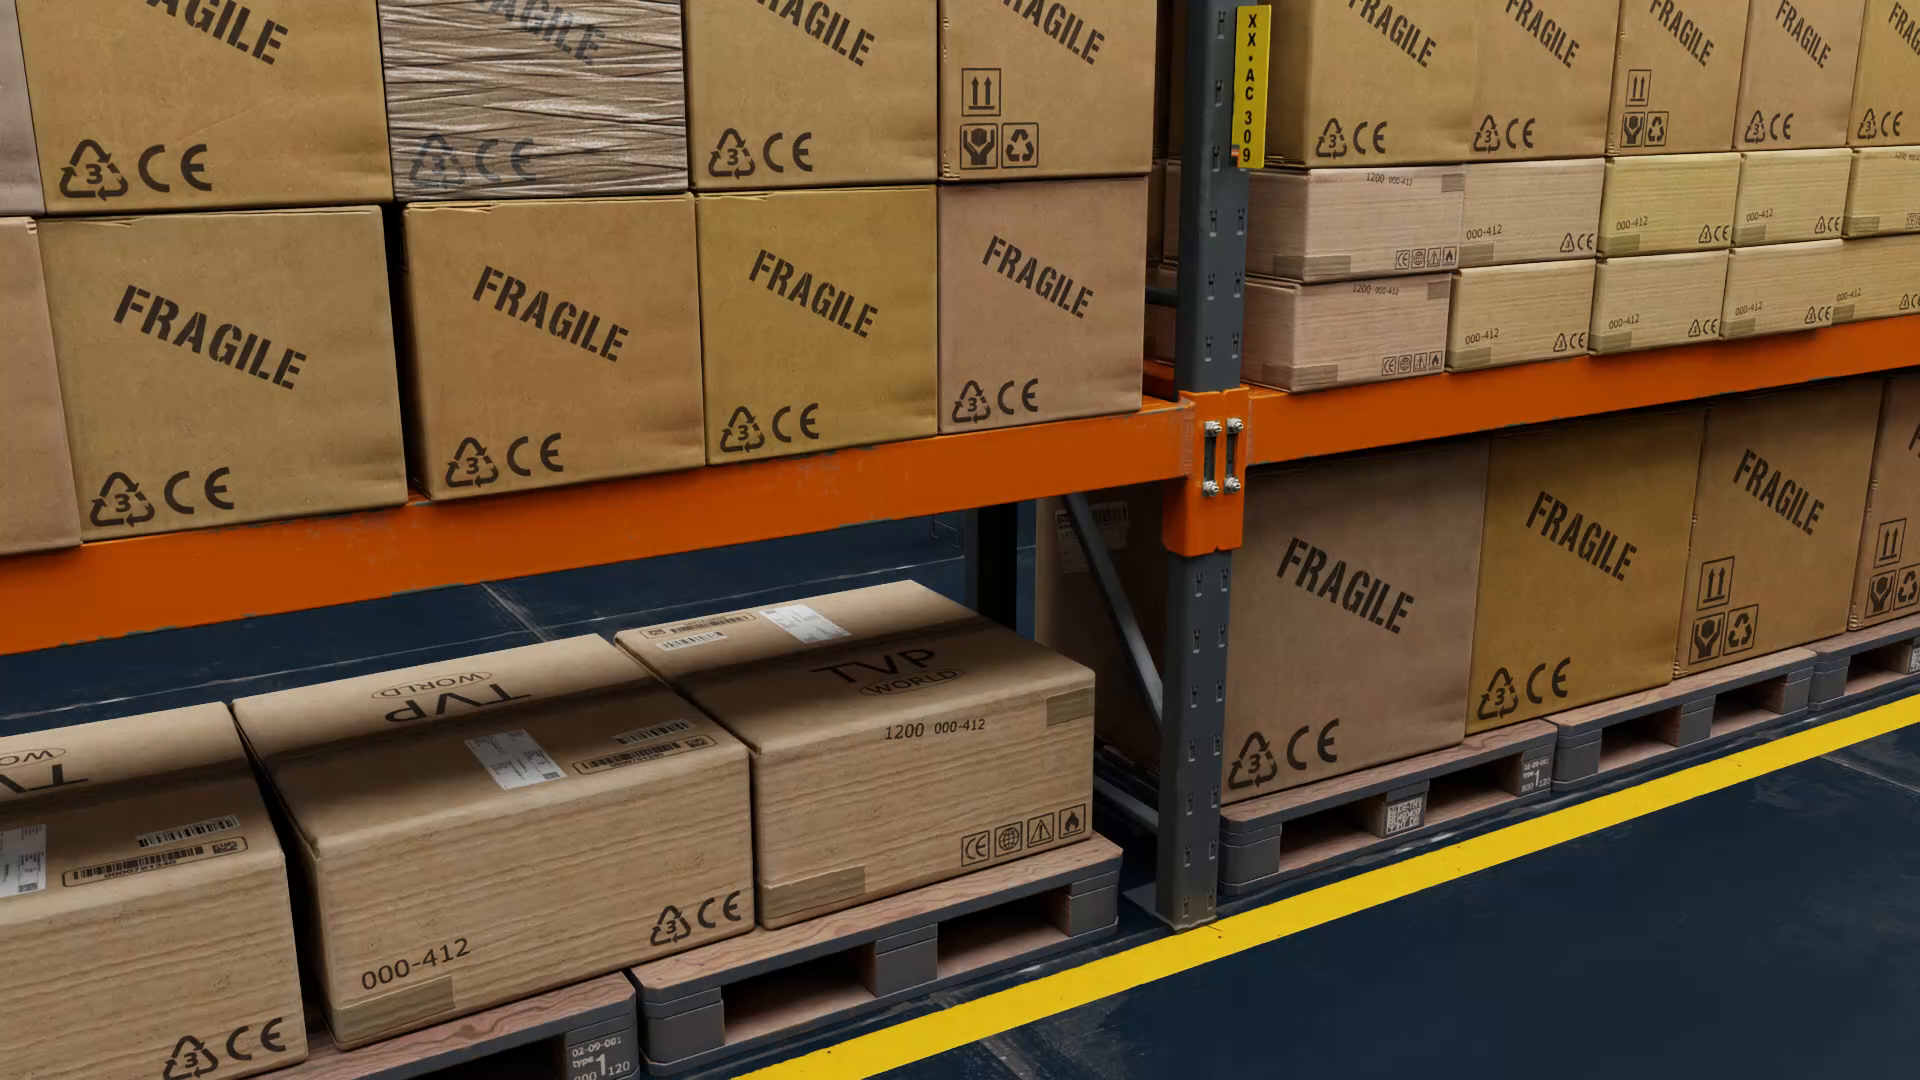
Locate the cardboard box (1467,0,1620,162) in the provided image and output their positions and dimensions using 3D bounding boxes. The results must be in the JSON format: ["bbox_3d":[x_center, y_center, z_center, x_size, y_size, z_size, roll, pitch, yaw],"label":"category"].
[{"bbox_3d":[1.265,-1.217,4.155,0.500,0.500,0.500,-9,18,-30],"label":"cardboard box"}]

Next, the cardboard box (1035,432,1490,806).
[{"bbox_3d":[0.808,0.101,4.651,0.875,0.875,0.875,-9,18,-28],"label":"cardboard box"}]

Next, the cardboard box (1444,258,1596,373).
[{"bbox_3d":[1.274,-0.616,4.326,0.500,0.250,0.500,-10,18,-31],"label":"cardboard box"}]

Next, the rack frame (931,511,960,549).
[{"bbox_3d":[-0.066,-0.567,7.210,0.006,1.200,0.240,-9,18,-30],"label":"rack frame"}]

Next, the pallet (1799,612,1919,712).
[{"bbox_3d":[3.032,0.263,6.079,1.213,0.211,1.003,-9,18,-30],"label":"pallet"}]

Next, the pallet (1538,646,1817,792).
[{"bbox_3d":[1.987,0.432,5.478,1.213,0.211,1.003,-9,18,-30],"label":"pallet"}]

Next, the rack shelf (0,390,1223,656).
[{"bbox_3d":[-1.396,0.009,3.153,4.000,0.370,1.077,-9,18,-30],"label":"rack shelf"}]

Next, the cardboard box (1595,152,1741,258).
[{"bbox_3d":[1.719,-0.923,4.496,0.500,0.250,0.500,-9,18,-29],"label":"cardboard box"}]

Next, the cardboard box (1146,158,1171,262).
[{"bbox_3d":[0.571,-0.901,4.420,0.500,0.250,0.500,-9,18,-30],"label":"cardboard box"}]

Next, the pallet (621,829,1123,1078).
[{"bbox_3d":[-0.374,0.815,4.112,1.213,0.211,1.003,-9,18,-30],"label":"pallet"}]

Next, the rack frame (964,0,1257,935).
[{"bbox_3d":[0.318,-0.615,4.048,0.127,3.000,1.000,-9,18,-30],"label":"rack frame"}]

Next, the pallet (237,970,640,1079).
[{"bbox_3d":[-1.421,0.986,3.503,1.213,0.211,1.003,-9,18,-30],"label":"pallet"}]

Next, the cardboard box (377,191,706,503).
[{"bbox_3d":[-0.810,-0.394,3.072,0.500,0.500,0.500,-10,18,-31],"label":"cardboard box"}]

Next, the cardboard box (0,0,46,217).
[{"bbox_3d":[-1.676,-0.737,2.442,0.500,0.500,0.500,-9,18,-30],"label":"cardboard box"}]

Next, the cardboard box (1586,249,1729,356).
[{"bbox_3d":[1.721,-0.683,4.567,0.500,0.250,0.500,-9,18,-30],"label":"cardboard box"}]

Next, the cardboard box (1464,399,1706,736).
[{"bbox_3d":[1.578,-0.027,5.106,0.875,0.875,0.875,-9,18,-28],"label":"cardboard box"}]

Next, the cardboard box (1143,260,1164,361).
[{"bbox_3d":[0.573,-0.664,4.498,0.500,0.250,0.500,-10,18,-31],"label":"cardboard box"}]

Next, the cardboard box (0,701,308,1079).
[{"bbox_3d":[-1.816,0.728,3.224,0.875,0.438,0.875,-9,18,-28],"label":"cardboard box"}]

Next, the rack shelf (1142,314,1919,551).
[{"bbox_3d":[2.032,-0.547,5.137,4.000,0.370,1.077,-9,18,-30],"label":"rack shelf"}]

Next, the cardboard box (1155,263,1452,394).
[{"bbox_3d":[0.831,-0.543,4.068,0.500,0.250,0.500,-10,18,-31],"label":"cardboard box"}]

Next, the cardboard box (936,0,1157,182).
[{"bbox_3d":[0.056,-1.015,3.437,0.500,0.500,0.500,-9,18,-30],"label":"cardboard box"}]

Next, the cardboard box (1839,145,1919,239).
[{"bbox_3d":[2.596,-1.066,5.006,0.500,0.250,0.500,-10,18,-31],"label":"cardboard box"}]

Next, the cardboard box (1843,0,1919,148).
[{"bbox_3d":[2.574,-1.428,4.908,0.500,0.500,0.500,-9,18,-30],"label":"cardboard box"}]

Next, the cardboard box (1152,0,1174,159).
[{"bbox_3d":[0.572,-1.265,4.328,0.500,0.500,0.500,-9,18,-28],"label":"cardboard box"}]

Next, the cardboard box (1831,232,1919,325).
[{"bbox_3d":[2.577,-0.828,5.084,0.500,0.250,0.500,-9,18,-30],"label":"cardboard box"}]

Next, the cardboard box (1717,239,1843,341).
[{"bbox_3d":[2.155,-0.750,4.807,0.500,0.250,0.500,-10,18,-31],"label":"cardboard box"}]

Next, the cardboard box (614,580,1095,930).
[{"bbox_3d":[-0.276,0.479,4.114,0.875,0.438,0.875,-10,18,-31],"label":"cardboard box"}]

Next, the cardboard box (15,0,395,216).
[{"bbox_3d":[-1.249,-0.806,2.690,0.500,0.500,0.500,-9,18,-29],"label":"cardboard box"}]

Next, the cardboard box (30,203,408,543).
[{"bbox_3d":[-1.266,-0.325,2.825,0.500,0.500,0.500,-9,18,-28],"label":"cardboard box"}]

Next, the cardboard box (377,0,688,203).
[{"bbox_3d":[-0.815,-0.874,2.932,0.500,0.500,0.500,-9,18,-29],"label":"cardboard box"}]

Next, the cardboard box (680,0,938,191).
[{"bbox_3d":[-0.383,-0.947,3.192,0.500,0.500,0.500,-10,18,-31],"label":"cardboard box"}]

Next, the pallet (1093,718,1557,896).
[{"bbox_3d":[0.941,0.603,4.869,1.213,0.211,1.003,-9,18,-30],"label":"pallet"}]

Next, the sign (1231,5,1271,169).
[{"bbox_3d":[0.605,-0.942,3.463,0.005,0.325,0.100,-9,18,-30],"label":"sign"}]

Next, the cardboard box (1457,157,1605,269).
[{"bbox_3d":[1.273,-0.859,4.268,0.500,0.250,0.500,-9,18,-29],"label":"cardboard box"}]

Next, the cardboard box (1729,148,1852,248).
[{"bbox_3d":[2.151,-0.994,4.748,0.500,0.250,0.500,-10,18,-31],"label":"cardboard box"}]

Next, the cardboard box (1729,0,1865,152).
[{"bbox_3d":[2.136,-1.359,4.664,0.500,0.500,0.500,-10,18,-31],"label":"cardboard box"}]

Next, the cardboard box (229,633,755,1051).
[{"bbox_3d":[-1.043,0.603,3.670,0.875,0.438,0.875,-10,18,-31],"label":"cardboard box"}]

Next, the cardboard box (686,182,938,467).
[{"bbox_3d":[-0.386,-0.467,3.334,0.500,0.500,0.500,-10,18,-31],"label":"cardboard box"}]

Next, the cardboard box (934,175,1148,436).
[{"bbox_3d":[0.052,-0.540,3.593,0.500,0.500,0.500,-9,18,-29],"label":"cardboard box"}]

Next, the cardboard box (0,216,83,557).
[{"bbox_3d":[-1.687,-0.251,2.563,0.500,0.500,0.500,-9,18,-30],"label":"cardboard box"}]

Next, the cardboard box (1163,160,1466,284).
[{"bbox_3d":[0.840,-0.780,3.986,0.500,0.250,0.500,-10,18,-31],"label":"cardboard box"}]

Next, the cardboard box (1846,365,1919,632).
[{"bbox_3d":[3.112,-0.274,5.987,0.875,0.875,0.875,-9,18,-30],"label":"cardboard box"}]

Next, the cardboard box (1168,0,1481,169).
[{"bbox_3d":[0.843,-1.140,3.880,0.500,0.500,0.500,-9,18,-29],"label":"cardboard box"}]

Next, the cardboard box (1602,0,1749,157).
[{"bbox_3d":[1.696,-1.286,4.402,0.500,0.500,0.500,-10,18,-31],"label":"cardboard box"}]

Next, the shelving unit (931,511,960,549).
[{"bbox_3d":[0.012,-0.580,7.255,0.189,1.200,0.258,-9,18,-30],"label":"shelving unit"}]

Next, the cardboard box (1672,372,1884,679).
[{"bbox_3d":[2.345,-0.151,5.549,0.875,0.875,0.875,-9,18,-29],"label":"cardboard box"}]
